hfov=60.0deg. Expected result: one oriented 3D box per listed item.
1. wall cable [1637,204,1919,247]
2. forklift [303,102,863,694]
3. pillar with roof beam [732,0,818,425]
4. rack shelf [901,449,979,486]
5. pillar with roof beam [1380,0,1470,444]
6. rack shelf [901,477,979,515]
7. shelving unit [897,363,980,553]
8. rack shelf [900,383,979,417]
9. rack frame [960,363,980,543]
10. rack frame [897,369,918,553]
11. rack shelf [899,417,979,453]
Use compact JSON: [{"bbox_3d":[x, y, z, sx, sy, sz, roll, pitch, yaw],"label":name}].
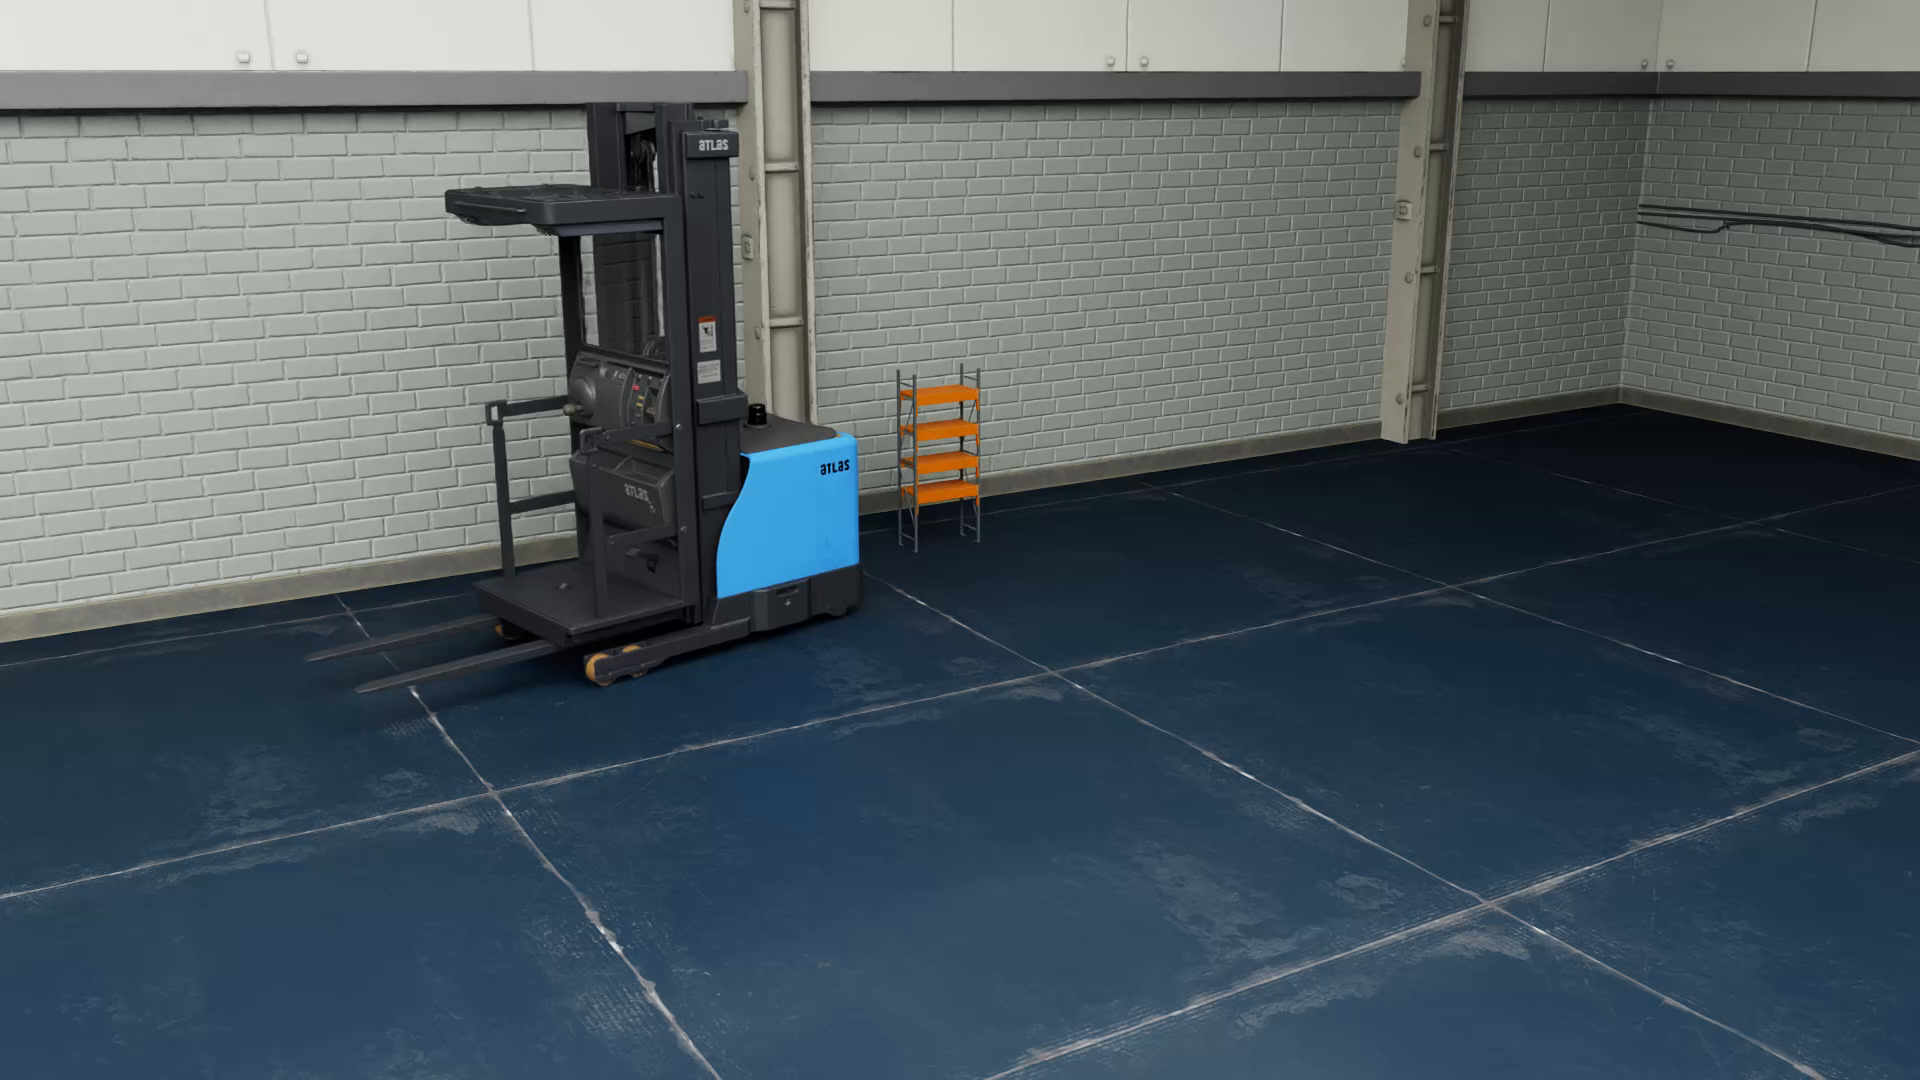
[{"bbox_3d":[7.132,-3.836,14.175,0.112,2.526,3.097,-9,18,-30],"label":"wall cable"},{"bbox_3d":[-2.001,-0.808,8.863,3.031,2.935,1.130,-14,21,-41],"label":"forklift"},{"bbox_3d":[1.000,-3.398,6.858,0.400,9.000,9.100,-9,18,-30],"label":"pillar with roof beam"},{"bbox_3d":[-0.142,-0.490,11.184,0.480,0.148,0.258,-9,18,-30],"label":"rack shelf"},{"bbox_3d":[6.143,-4.232,9.834,0.400,9.000,9.100,-9,18,-30],"label":"pillar with roof beam"},{"bbox_3d":[-0.142,-0.299,11.238,0.480,0.148,0.258,-9,18,-30],"label":"rack shelf"},{"bbox_3d":[-0.142,-0.555,11.166,0.503,1.200,0.258,-9,18,-30],"label":"shelving unit"},{"bbox_3d":[-0.142,-0.933,11.060,0.480,0.148,0.258,-9,18,-30],"label":"rack shelf"},{"bbox_3d":[0.067,-0.589,11.287,0.015,1.200,0.240,-9,18,-30],"label":"rack frame"},{"bbox_3d":[-0.351,-0.521,11.045,0.015,1.200,0.240,-9,18,-30],"label":"rack frame"},{"bbox_3d":[-0.142,-0.705,11.124,0.480,0.148,0.258,-9,18,-30],"label":"rack shelf"}]
